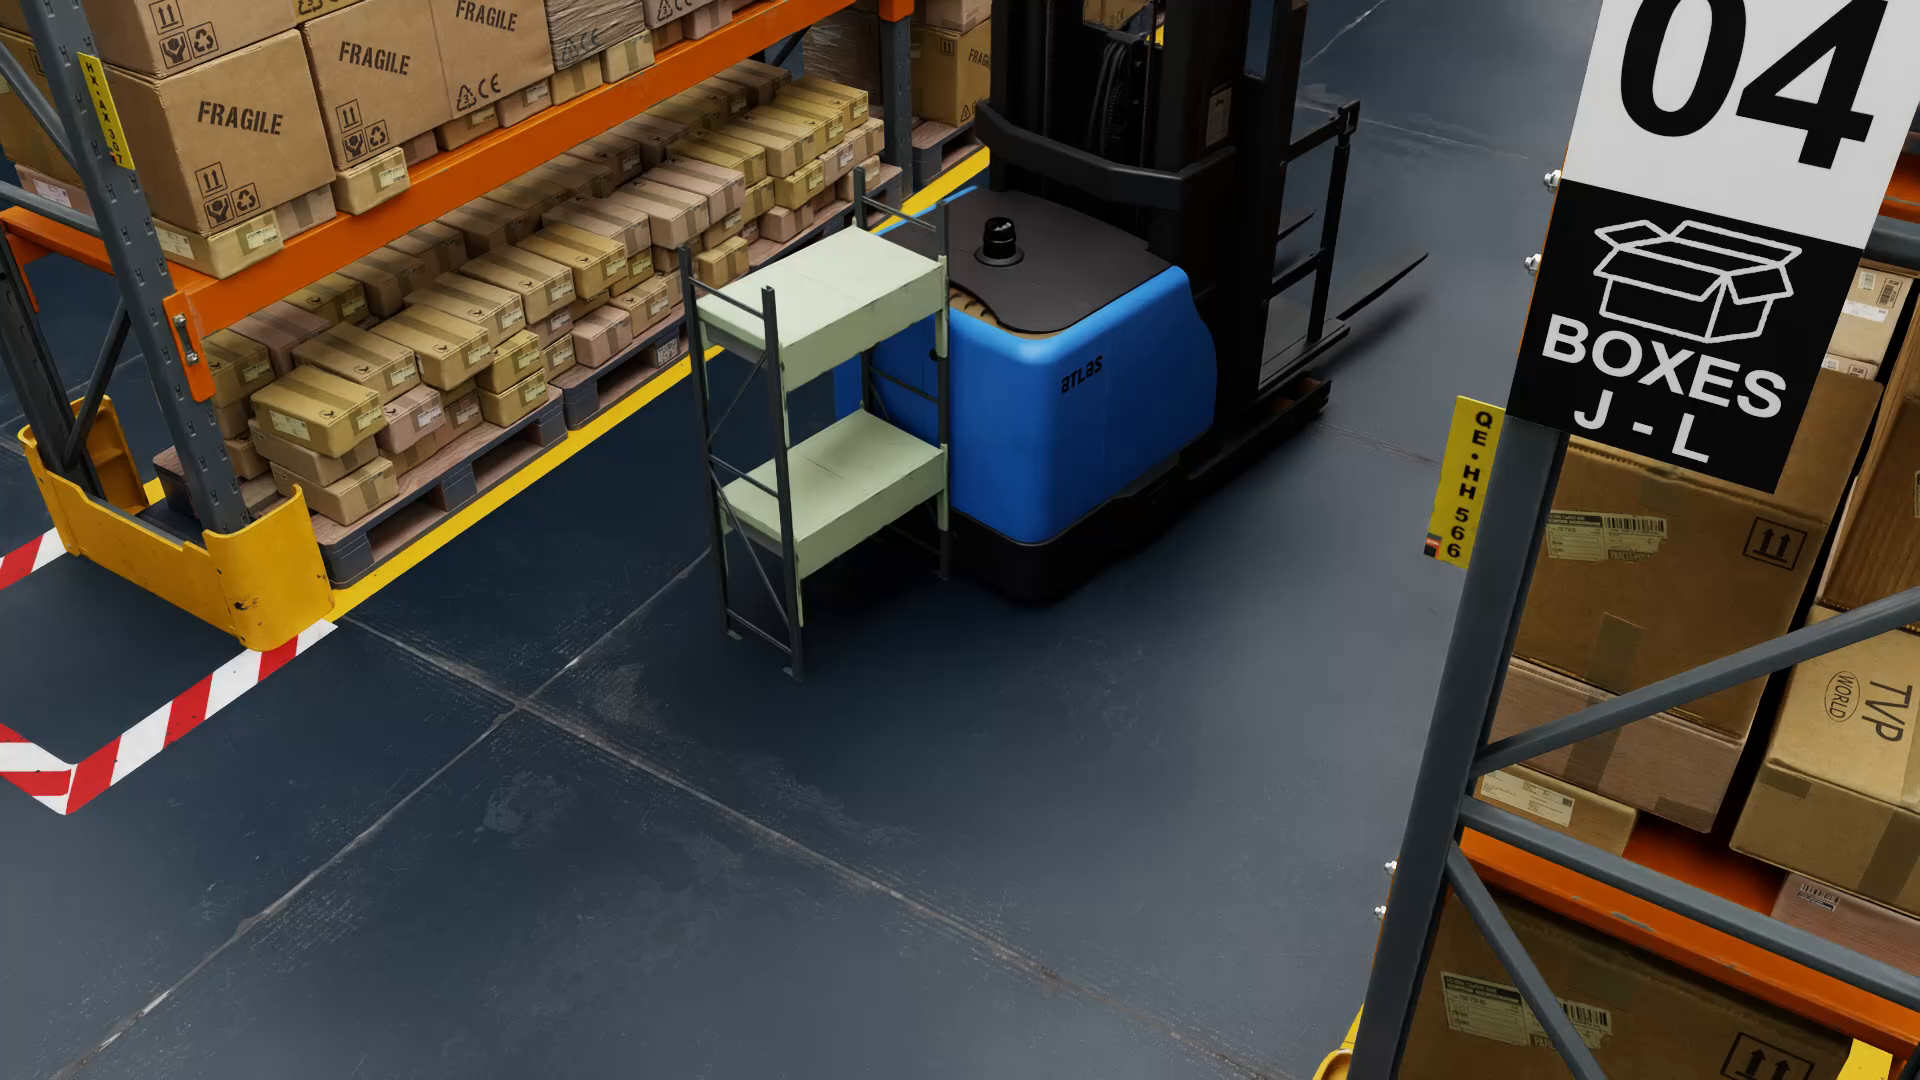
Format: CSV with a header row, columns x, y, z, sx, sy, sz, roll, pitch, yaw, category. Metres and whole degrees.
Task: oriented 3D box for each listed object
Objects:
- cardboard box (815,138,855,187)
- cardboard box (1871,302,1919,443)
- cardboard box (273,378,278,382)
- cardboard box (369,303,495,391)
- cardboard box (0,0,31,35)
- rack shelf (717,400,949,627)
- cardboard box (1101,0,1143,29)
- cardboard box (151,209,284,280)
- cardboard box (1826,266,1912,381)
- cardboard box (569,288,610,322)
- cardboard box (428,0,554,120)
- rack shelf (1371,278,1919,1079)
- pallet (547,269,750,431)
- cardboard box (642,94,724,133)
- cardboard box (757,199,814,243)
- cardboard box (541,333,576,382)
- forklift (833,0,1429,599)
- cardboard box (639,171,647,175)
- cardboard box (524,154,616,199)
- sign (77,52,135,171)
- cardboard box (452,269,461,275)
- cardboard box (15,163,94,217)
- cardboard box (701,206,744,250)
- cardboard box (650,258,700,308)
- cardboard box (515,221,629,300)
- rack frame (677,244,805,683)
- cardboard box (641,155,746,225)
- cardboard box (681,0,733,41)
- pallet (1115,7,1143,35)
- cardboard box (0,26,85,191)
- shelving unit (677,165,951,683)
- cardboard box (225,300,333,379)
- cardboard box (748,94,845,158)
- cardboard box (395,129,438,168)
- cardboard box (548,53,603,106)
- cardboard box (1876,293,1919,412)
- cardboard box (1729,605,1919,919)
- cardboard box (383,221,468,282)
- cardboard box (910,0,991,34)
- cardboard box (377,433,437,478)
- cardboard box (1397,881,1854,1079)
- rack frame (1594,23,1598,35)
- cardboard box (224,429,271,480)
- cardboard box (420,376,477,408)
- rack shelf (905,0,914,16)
x,y,z,sx,sy,sz,roll,pitch,yaw,category
-0.728,-1.833,7.918,0.380,0.149,0.250,19,42,23,cardboard box
2.323,-0.393,3.567,0.500,0.500,0.500,20,42,24,cardboard box
-2.609,-0.663,6.401,0.380,0.149,0.250,20,42,24,cardboard box
-1.980,-0.727,6.240,0.380,0.149,0.250,21,42,25,cardboard box
-2.801,-1.896,5.109,0.500,0.500,0.500,20,42,24,cardboard box
-0.435,-0.104,5.690,0.431,0.370,0.720,29,46,32,rack shelf
0.767,-3.357,9.851,0.500,0.500,0.500,19,42,23,cardboard box
-2.386,-0.986,5.278,0.380,0.149,0.250,21,42,25,cardboard box
2.153,-0.540,4.373,0.500,0.250,0.500,21,42,25,cardboard box
-1.687,-1.063,6.919,0.380,0.149,0.250,23,43,27,cardboard box
-1.824,-1.857,5.876,0.500,0.500,0.500,22,43,26,cardboard box
2.369,-0.097,4.509,1.077,0.370,4.000,21,42,25,rack shelf
-1.676,-0.994,7.367,1.003,0.211,1.213,21,42,25,pallet
-1.345,-1.982,7.868,0.380,0.149,0.250,21,42,25,cardboard box
-0.913,-1.548,7.792,0.380,0.149,0.250,20,42,24,cardboard box
-1.802,-0.779,6.795,0.380,0.149,0.250,21,42,25,cardboard box
0.884,-1.766,6.141,1.130,2.935,3.031,29,46,32,forklift
-1.465,-1.725,7.779,0.380,0.149,0.250,19,42,23,cardboard box
-1.747,-1.568,7.331,0.380,0.149,0.250,19,42,23,cardboard box
-2.378,-1.191,4.629,0.100,0.325,0.005,21,42,25,sign
-2.251,-1.086,6.949,0.380,0.149,0.250,22,43,26,cardboard box
-2.900,-1.187,5.538,0.380,0.149,0.250,21,42,25,cardboard box
-1.194,-1.454,7.427,0.380,0.149,0.250,22,43,26,cardboard box
-1.367,-1.165,7.296,0.380,0.149,0.250,22,43,26,cardboard box
-1.581,-1.143,6.779,0.380,0.149,0.250,22,43,26,cardboard box
-0.681,-0.196,5.276,0.400,1.500,0.023,29,46,32,rack frame
-1.167,-1.539,7.293,0.380,0.149,0.250,19,42,23,cardboard box
-1.168,-2.203,6.857,0.380,0.149,0.250,19,42,23,cardboard box
0.375,-3.017,9.990,1.003,0.211,1.213,21,42,25,pallet
-2.813,-1.499,5.412,0.500,0.500,0.500,22,43,26,cardboard box
-0.435,-0.362,5.491,0.431,1.500,0.755,29,46,32,shelving unit
-2.584,-0.765,6.290,0.380,0.149,0.250,22,43,26,cardboard box
-0.768,-1.947,7.823,0.380,0.149,0.250,22,43,26,cardboard box
-2.072,-1.430,5.855,0.380,0.149,0.250,23,43,27,cardboard box
-1.593,-1.807,6.343,0.380,0.149,0.250,23,43,27,cardboard box
2.603,-0.368,4.149,0.500,0.250,0.500,20,42,24,cardboard box
1.783,0.431,3.113,0.500,0.250,0.500,20,42,24,cardboard box
-2.263,-1.210,6.866,0.380,0.149,0.250,23,43,27,cardboard box
-0.075,-2.856,8.587,0.500,0.250,0.500,19,42,23,cardboard box
-2.214,-0.390,6.290,0.380,0.149,0.250,21,42,25,cardboard box
1.573,0.968,3.934,0.875,0.875,0.875,21,42,25,cardboard box
1.297,-1.727,1.120,1.000,3.000,0.127,21,42,25,rack frame
-2.731,-0.403,6.306,0.380,0.149,0.250,22,43,26,cardboard box
-2.088,-0.645,6.377,0.380,0.149,0.250,22,43,26,cardboard box
0.378,-3.834,9.356,1.077,0.370,4.000,21,42,25,rack shelf
